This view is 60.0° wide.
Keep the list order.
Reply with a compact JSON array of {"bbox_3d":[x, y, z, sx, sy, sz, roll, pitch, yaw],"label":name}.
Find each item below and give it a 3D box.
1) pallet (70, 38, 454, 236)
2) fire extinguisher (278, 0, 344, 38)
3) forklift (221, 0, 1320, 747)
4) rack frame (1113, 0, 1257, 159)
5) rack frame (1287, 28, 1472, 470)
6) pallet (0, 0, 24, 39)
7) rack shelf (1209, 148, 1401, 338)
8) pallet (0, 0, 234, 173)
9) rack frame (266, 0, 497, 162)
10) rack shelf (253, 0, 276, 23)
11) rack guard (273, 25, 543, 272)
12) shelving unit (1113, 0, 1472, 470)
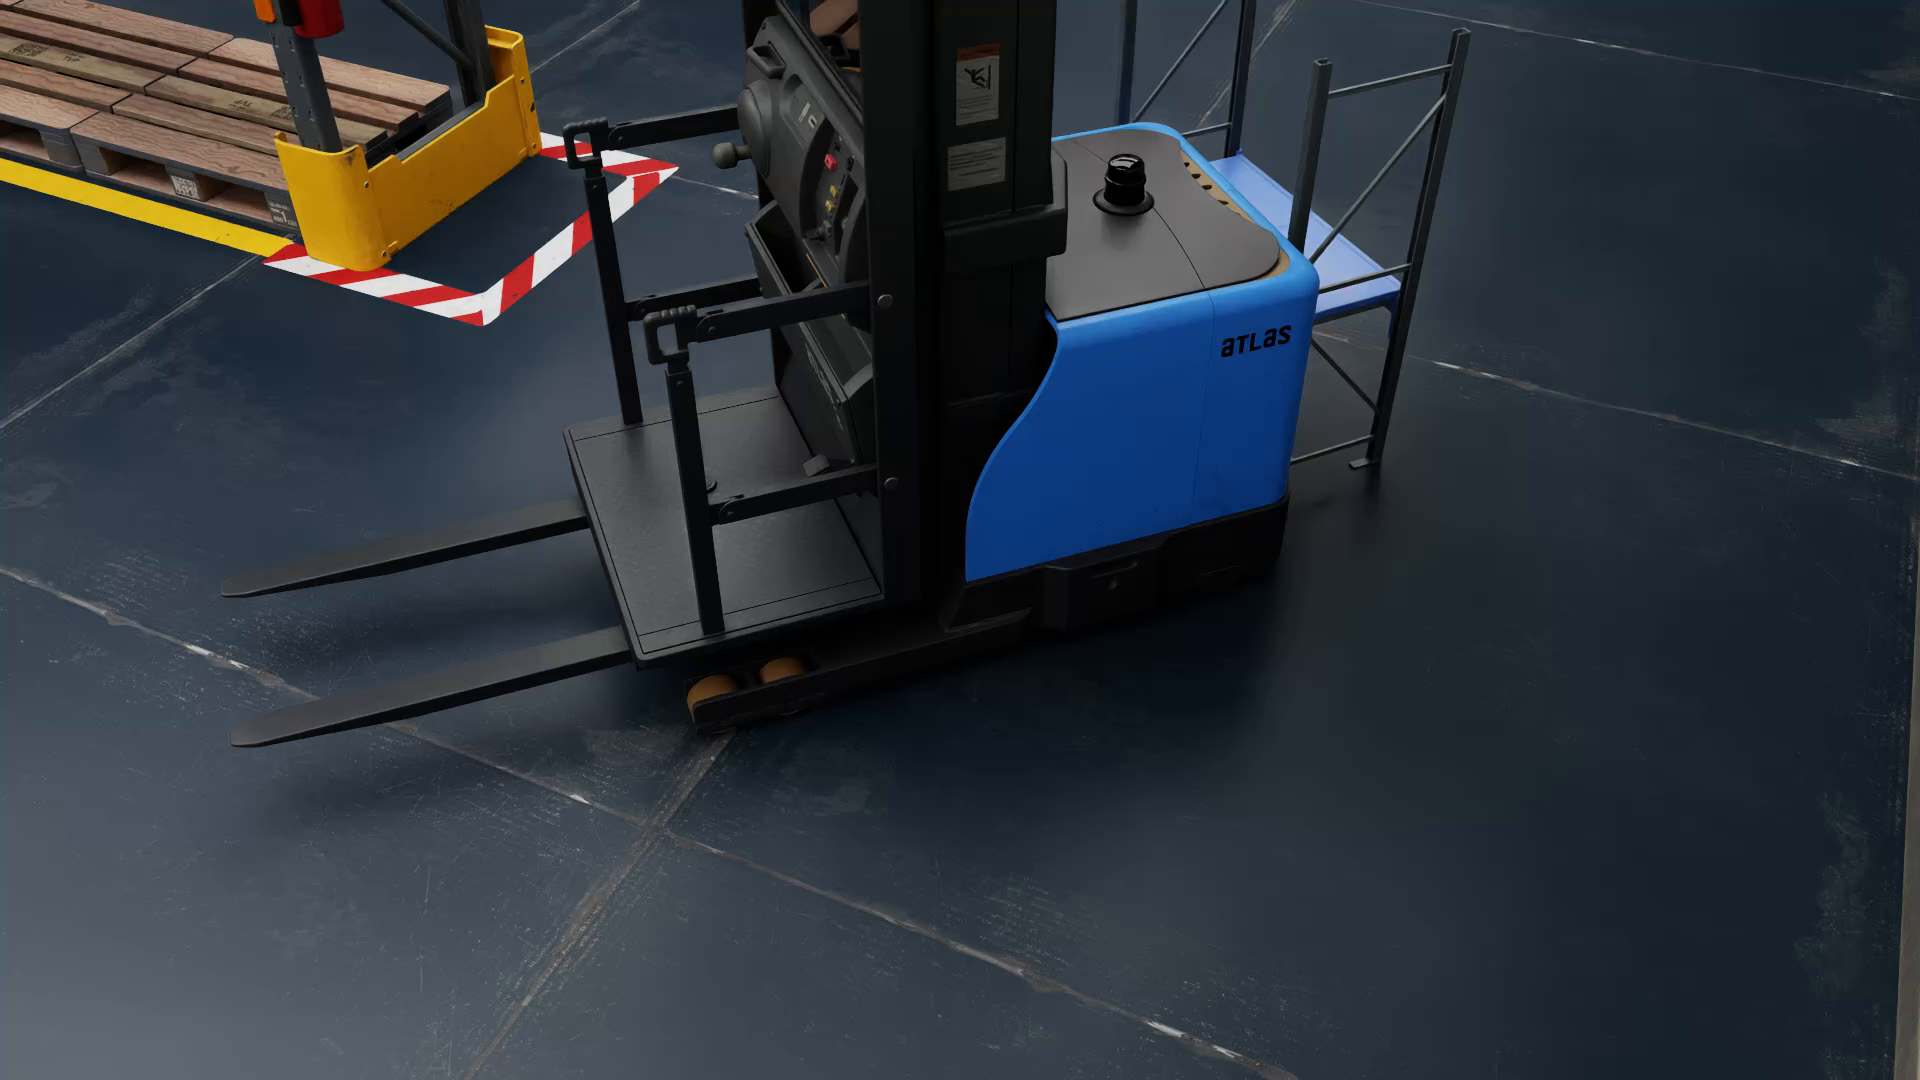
[{"bbox_3d":[-2.950,-1.750,7.108,1.213,0.211,1.003,17,44,19],"label":"pallet"},{"bbox_3d":[-2.275,-2.071,5.692,0.183,0.674,0.296,17,44,19],"label":"fire extinguisher"},{"bbox_3d":[-0.585,-0.962,4.123,3.031,2.935,1.130,-14,43,-16],"label":"forklift"},{"bbox_3d":[0.745,-1.374,5.690,0.500,1.500,0.032,-17,44,-19],"label":"rack frame"},{"bbox_3d":[1.175,-0.771,4.994,0.500,1.500,0.032,-17,44,-19],"label":"rack frame"},{"bbox_3d":[-5.161,-2.426,7.887,1.213,0.211,1.003,17,44,19],"label":"pallet"},{"bbox_3d":[0.960,-0.936,5.460,0.538,0.185,1.000,-17,44,-19],"label":"rack shelf"},{"bbox_3d":[-4.052,-2.089,7.498,1.213,0.211,1.003,17,44,19],"label":"pallet"},{"bbox_3d":[-2.219,-2.552,5.904,0.127,3.000,1.000,17,44,19],"label":"rack frame"},{"bbox_3d":[-4.032,-2.834,6.779,4.000,0.370,1.077,17,44,19],"label":"rack shelf"},{"bbox_3d":[-2.192,-1.609,6.724,0.348,0.500,1.175,17,44,19],"label":"rack guard"},{"bbox_3d":[0.960,-1.072,5.342,0.538,1.500,1.048,-17,44,-19],"label":"shelving unit"}]
